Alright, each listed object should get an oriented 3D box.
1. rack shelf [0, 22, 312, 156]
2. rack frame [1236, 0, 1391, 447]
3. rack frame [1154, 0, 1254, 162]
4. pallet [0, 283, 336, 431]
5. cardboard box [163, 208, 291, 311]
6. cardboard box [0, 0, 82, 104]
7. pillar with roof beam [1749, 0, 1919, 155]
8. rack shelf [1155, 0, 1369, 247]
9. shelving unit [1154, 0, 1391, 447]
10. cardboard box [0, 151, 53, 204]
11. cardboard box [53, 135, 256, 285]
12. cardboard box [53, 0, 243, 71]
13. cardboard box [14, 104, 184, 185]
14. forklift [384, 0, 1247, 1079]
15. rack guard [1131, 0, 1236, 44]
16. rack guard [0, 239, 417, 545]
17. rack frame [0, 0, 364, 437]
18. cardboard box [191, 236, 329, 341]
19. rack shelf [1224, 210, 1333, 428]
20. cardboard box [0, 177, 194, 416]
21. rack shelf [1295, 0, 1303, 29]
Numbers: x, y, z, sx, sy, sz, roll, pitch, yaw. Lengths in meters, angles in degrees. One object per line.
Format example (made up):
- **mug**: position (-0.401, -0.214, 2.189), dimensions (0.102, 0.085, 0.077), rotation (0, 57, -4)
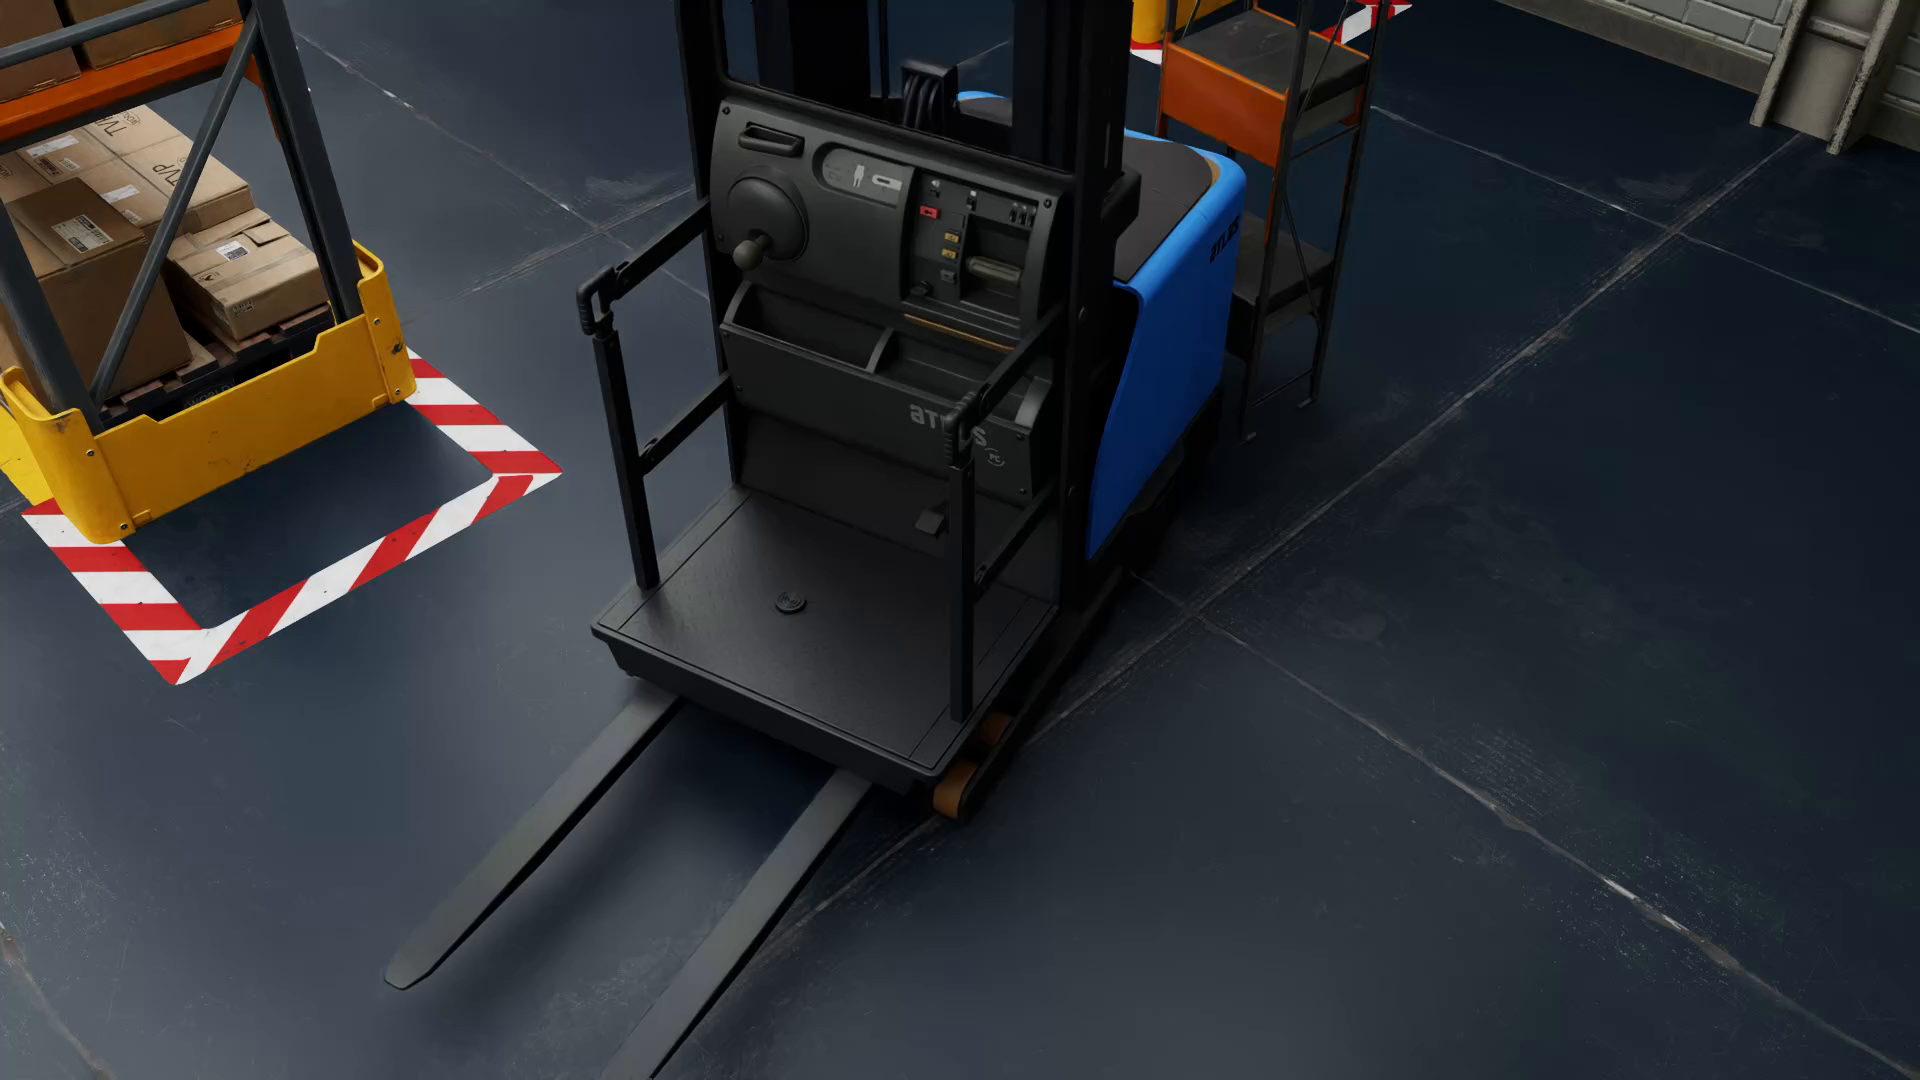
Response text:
- **rack shelf**: position (-3.769, -2.092, 5.833), dimensions (1.077, 0.370, 4.000), rotation (-34, 53, -31)
- **rack frame**: position (1.087, -1.181, 4.974), dimensions (0.400, 2.100, 0.015), rotation (-30, 50, -29)
- **rack frame**: position (0.766, -1.429, 5.246), dimensions (0.400, 2.100, 0.015), rotation (-30, 50, -29)
- **pallet**: position (-2.974, -0.790, 5.949), dimensions (1.003, 0.211, 1.213), rotation (-34, 53, -31)
- **cardboard box**: position (-2.586, -1.002, 5.888), dimensions (0.380, 0.166, 0.250), rotation (-34, 53, -31)
- **cardboard box**: position (-2.866, -1.516, 4.607), dimensions (0.500, 0.500, 0.500), rotation (-32, 52, -30)
- **pillar with roof beam**: position (0.619, -3.028, 1.896), dimensions (9.100, 9.000, 0.400), rotation (-34, 53, -31)
- **rack shelf**: position (0.927, -1.295, 5.119), dimensions (0.431, 0.518, 0.480), rotation (-30, 50, -29)
- **shelving unit**: position (0.927, -1.305, 5.110), dimensions (0.431, 2.100, 0.503), rotation (-30, 50, -29)
- **cardboard box**: position (-3.565, -1.161, 5.998), dimensions (0.500, 0.250, 0.500), rotation (-34, 53, -31)
- **cardboard box**: position (-2.893, -1.184, 6.023), dimensions (0.500, 0.250, 0.500), rotation (-34, 53, -31)
- **cardboard box**: position (-2.484, -1.771, 4.883), dimensions (0.500, 0.500, 0.500), rotation (-33, 52, -30)
- **cardboard box**: position (-3.246, -1.424, 6.283), dimensions (0.500, 0.250, 0.500), rotation (-34, 53, -31)
- **forklift**: position (-0.300, -0.688, 3.835), dimensions (1.130, 2.935, 3.031), rotation (21, 47, 21)
- **rack guard**: position (1.165, -2.841, 7.956), dimensions (1.175, 0.500, 0.348), rotation (-34, 53, -31)
- **rack guard**: position (-2.411, -0.513, 5.437), dimensions (1.175, 0.500, 0.348), rotation (-34, 53, -31)
- **rack frame**: position (-2.357, -1.395, 4.549), dimensions (1.000, 3.000, 0.127), rotation (-34, 53, -31)
- **cardboard box**: position (-2.409, -0.875, 5.763), dimensions (0.380, 0.149, 0.250), rotation (-34, 53, -31)
- **rack shelf**: position (0.924, -0.776, 5.589), dimensions (0.431, 0.518, 0.480), rotation (-30, 50, -29)
- **cardboard box**: position (-2.915, -0.782, 5.403), dimensions (0.500, 0.500, 0.500), rotation (-34, 53, -31)
- **rack shelf**: position (0.929, -1.814, 4.649), dimensions (0.431, 0.518, 0.480), rotation (-30, 50, -29)
